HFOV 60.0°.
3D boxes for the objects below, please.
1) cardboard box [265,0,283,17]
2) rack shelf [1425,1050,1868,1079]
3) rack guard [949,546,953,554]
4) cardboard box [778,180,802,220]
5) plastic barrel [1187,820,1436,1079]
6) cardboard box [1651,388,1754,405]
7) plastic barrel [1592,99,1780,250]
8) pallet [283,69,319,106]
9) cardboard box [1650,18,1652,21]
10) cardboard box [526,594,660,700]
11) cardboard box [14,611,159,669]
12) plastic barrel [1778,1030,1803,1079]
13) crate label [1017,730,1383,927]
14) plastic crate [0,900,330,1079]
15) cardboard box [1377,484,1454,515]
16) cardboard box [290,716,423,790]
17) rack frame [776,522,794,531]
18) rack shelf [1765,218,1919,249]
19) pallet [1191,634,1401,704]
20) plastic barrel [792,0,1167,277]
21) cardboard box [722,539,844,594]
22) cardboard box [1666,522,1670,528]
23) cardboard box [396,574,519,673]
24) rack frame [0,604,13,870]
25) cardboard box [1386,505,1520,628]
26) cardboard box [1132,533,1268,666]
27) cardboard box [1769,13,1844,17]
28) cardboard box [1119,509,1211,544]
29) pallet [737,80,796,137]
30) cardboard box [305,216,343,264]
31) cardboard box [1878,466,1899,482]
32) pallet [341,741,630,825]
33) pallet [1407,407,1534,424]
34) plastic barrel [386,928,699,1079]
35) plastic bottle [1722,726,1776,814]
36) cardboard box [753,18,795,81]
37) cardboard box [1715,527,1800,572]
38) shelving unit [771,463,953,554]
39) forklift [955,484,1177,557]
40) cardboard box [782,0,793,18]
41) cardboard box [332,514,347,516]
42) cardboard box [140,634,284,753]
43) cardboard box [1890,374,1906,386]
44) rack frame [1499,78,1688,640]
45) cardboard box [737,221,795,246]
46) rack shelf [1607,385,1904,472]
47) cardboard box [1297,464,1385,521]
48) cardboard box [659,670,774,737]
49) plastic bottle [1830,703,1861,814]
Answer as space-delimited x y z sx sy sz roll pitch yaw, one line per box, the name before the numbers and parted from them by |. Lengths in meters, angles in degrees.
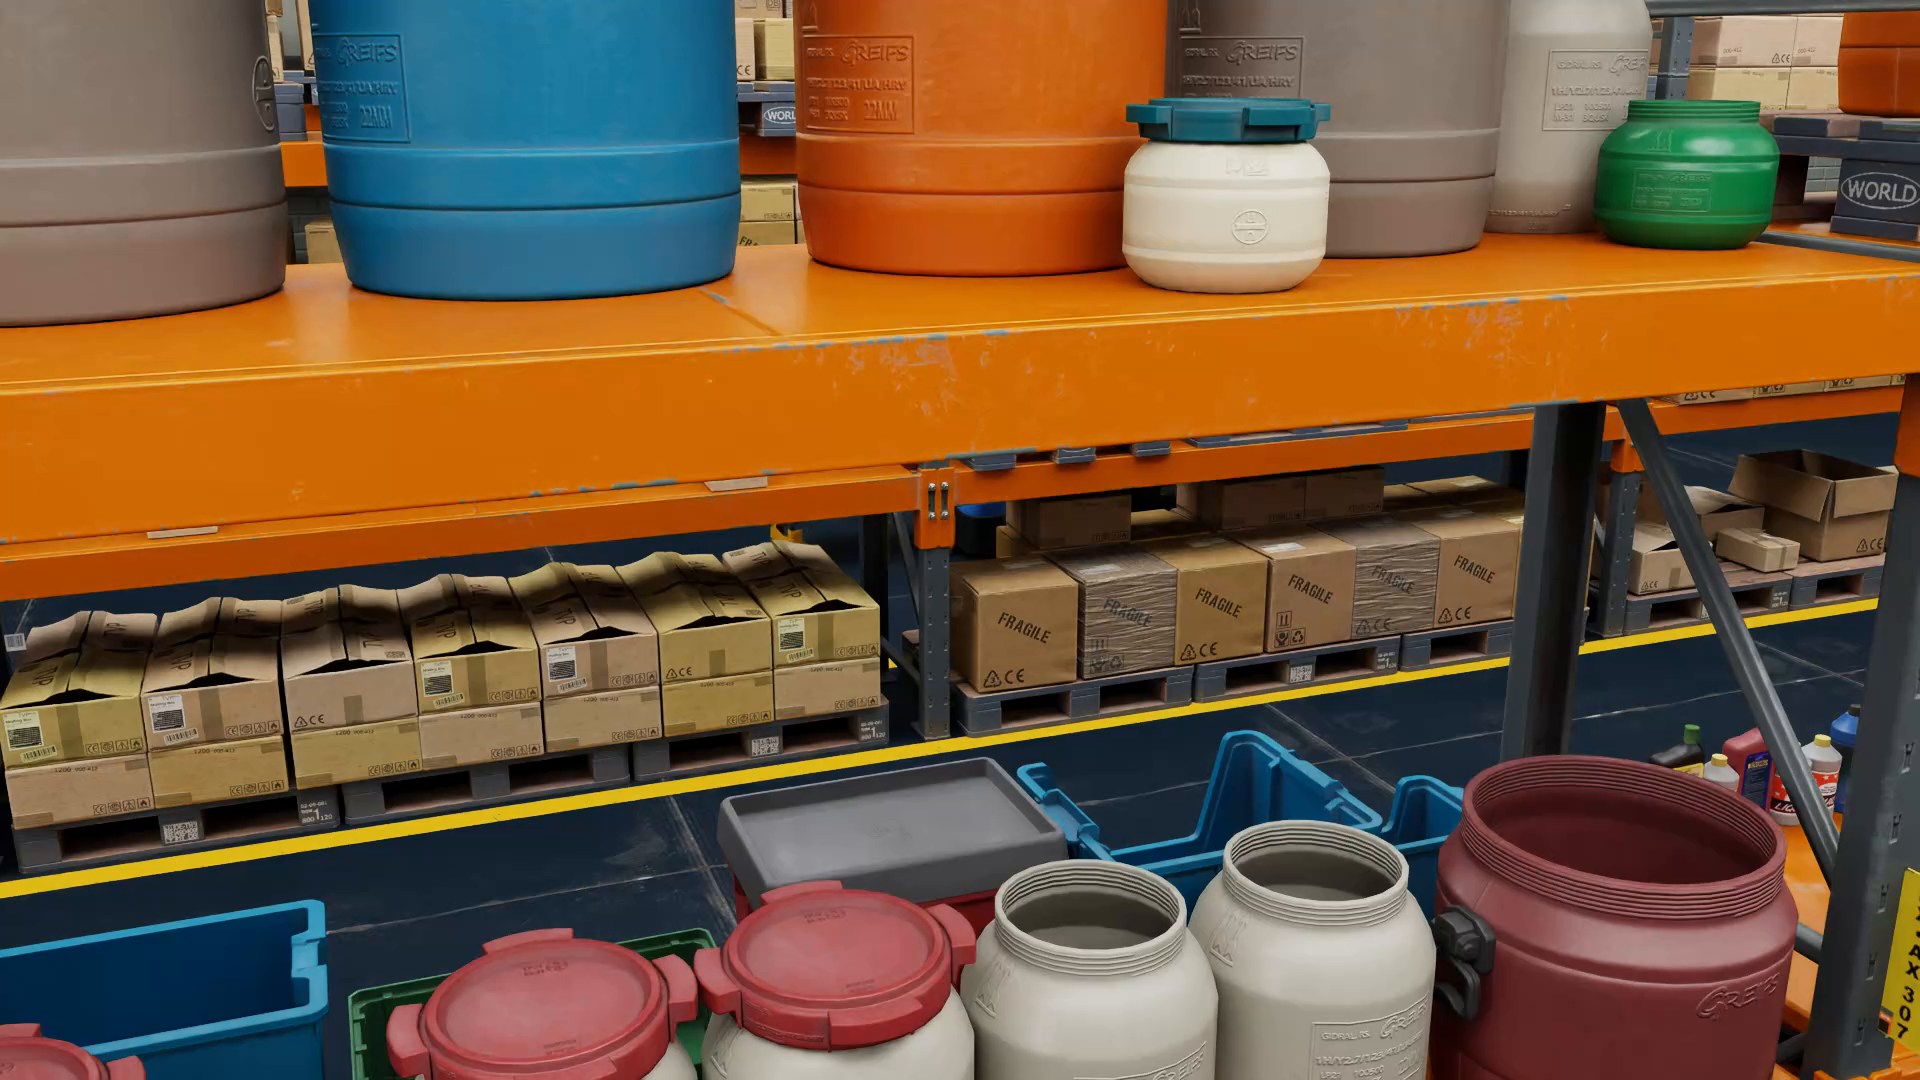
cardboard box | -2.904 -2.262 6.345 0.500 0.500 0.500 -4 17 -15
rack shelf | -0.381 1.229 2.867 4.000 0.370 1.077 -6 17 -20
rack guard | -0.176 -0.106 11.016 0.087 0.250 0.587 -6 17 -18
cardboard box | -1.040 -2.517 12.274 0.500 0.250 0.500 -6 18 -21
plastic barrel | 0.603 0.788 2.892 0.421 0.512 0.421 0 16 0
cardboard box | 4.027 -1.053 9.182 0.500 0.500 0.500 -6 17 -19
plastic barrel | 1.275 -0.644 2.921 0.294 0.245 0.294 0 16 0
pallet | -4.211 -3.010 11.035 1.003 0.211 1.213 -6 17 -20
cardboard box | 3.810 -2.753 9.203 0.500 0.250 0.500 -6 17 -20
cardboard box | -1.638 0.449 7.385 0.500 0.311 0.500 -6 17 -20
cardboard box | -3.742 0.514 7.164 0.500 0.311 0.500 -6 17 -20
plastic barrel | 1.938 1.468 3.882 0.708 0.830 0.600 -6 17 -20
crate label | 0.462 0.694 3.349 0.616 0.435 0.502 -6 17 -20
plastic crate | -1.329 0.900 2.739 0.575 0.384 0.392 -6 17 -20
cardboard box | 2.420 0.005 9.414 0.500 0.500 0.500 -6 17 -19
cardboard box | -2.591 0.820 7.118 0.500 0.250 0.500 -7 18 -22
rack frame | -1.137 -0.613 10.524 0.032 1.500 0.500 -6 17 -18
rack shelf | 3.355 -0.614 3.818 4.000 0.370 1.077 -6 17 -20
pallet | 1.566 0.529 8.922 1.213 0.211 1.003 -6 17 -20
plastic barrel | 0.032 -0.872 2.657 0.708 0.830 0.600 -6 17 -20
cardboard box | -0.876 0.203 8.224 0.500 0.311 0.500 -6 17 -18
cardboard box | 4.212 -0.054 10.237 0.250 0.149 0.380 -6 17 -20
cardboard box | -2.321 0.361 7.686 0.500 0.311 0.500 -6 18 -21
rack frame | -4.017 -0.218 6.518 0.127 3.000 1.000 -6 17 -20
cardboard box | 2.630 0.136 8.967 0.500 0.500 0.500 -6 17 -20
cardboard box | 1.202 0.292 8.435 0.500 0.500 0.500 -6 18 -21
cardboard box | 4.411 -3.064 8.933 0.500 0.500 0.700 -6 17 -20
cardboard box | 0.991 0.158 8.891 0.500 0.500 0.500 -7 18 -22
pallet | -0.884 -1.878 7.183 1.003 0.211 1.213 -5 17 -18
cardboard box | -4.178 -1.952 11.463 0.500 0.500 0.700 -4 17 -12
cardboard box | 6.112 -0.289 10.860 0.500 0.250 0.500 -6 17 -20
pallet | -2.202 0.911 7.622 1.213 0.211 1.003 -6 17 -20
pallet | 2.668 -0.881 9.116 1.213 0.211 1.003 -6 17 -20
plastic barrel | -0.591 0.907 2.444 0.433 0.535 0.433 0 16 0
plastic bottle | 1.928 0.562 4.069 0.133 0.283 0.061 -6 17 -20
cardboard box | -0.685 -2.130 7.225 0.500 0.250 0.500 -8 18 -24
cardboard box | 4.727 0.048 9.859 0.250 0.166 0.380 -6 17 -20
shelving unit | -0.647 -0.660 10.685 1.083 1.500 0.587 -6 17 -18
forklift | 1.319 -1.518 11.066 3.031 2.935 1.130 -6 17 -18
cardboard box | -1.150 -3.754 12.277 0.500 0.500 0.700 -7 18 -23
cardboard box | -2.802 -0.393 6.934 0.500 0.500 0.500 -5 17 -16
cardboard box | -3.073 0.605 6.854 0.500 0.311 0.500 -6 18 -21
cardboard box | 5.446 -1.207 9.706 0.500 0.500 0.500 -6 18 -21
rack frame | 3.453 -1.025 9.265 0.127 3.000 1.000 -6 17 -20
cardboard box | -1.513 -2.107 12.207 0.500 0.500 0.500 -6 17 -18
rack shelf | 5.321 -0.881 10.053 4.000 0.370 1.077 -6 17 -20
cardboard box | 1.981 -0.311 9.159 0.500 0.250 0.500 -6 17 -20
cardboard box | -1.166 0.666 7.641 0.500 0.250 0.500 -6 18 -21
plastic bottle | 2.224 0.541 4.161 0.097 0.271 0.097 0 16 0
